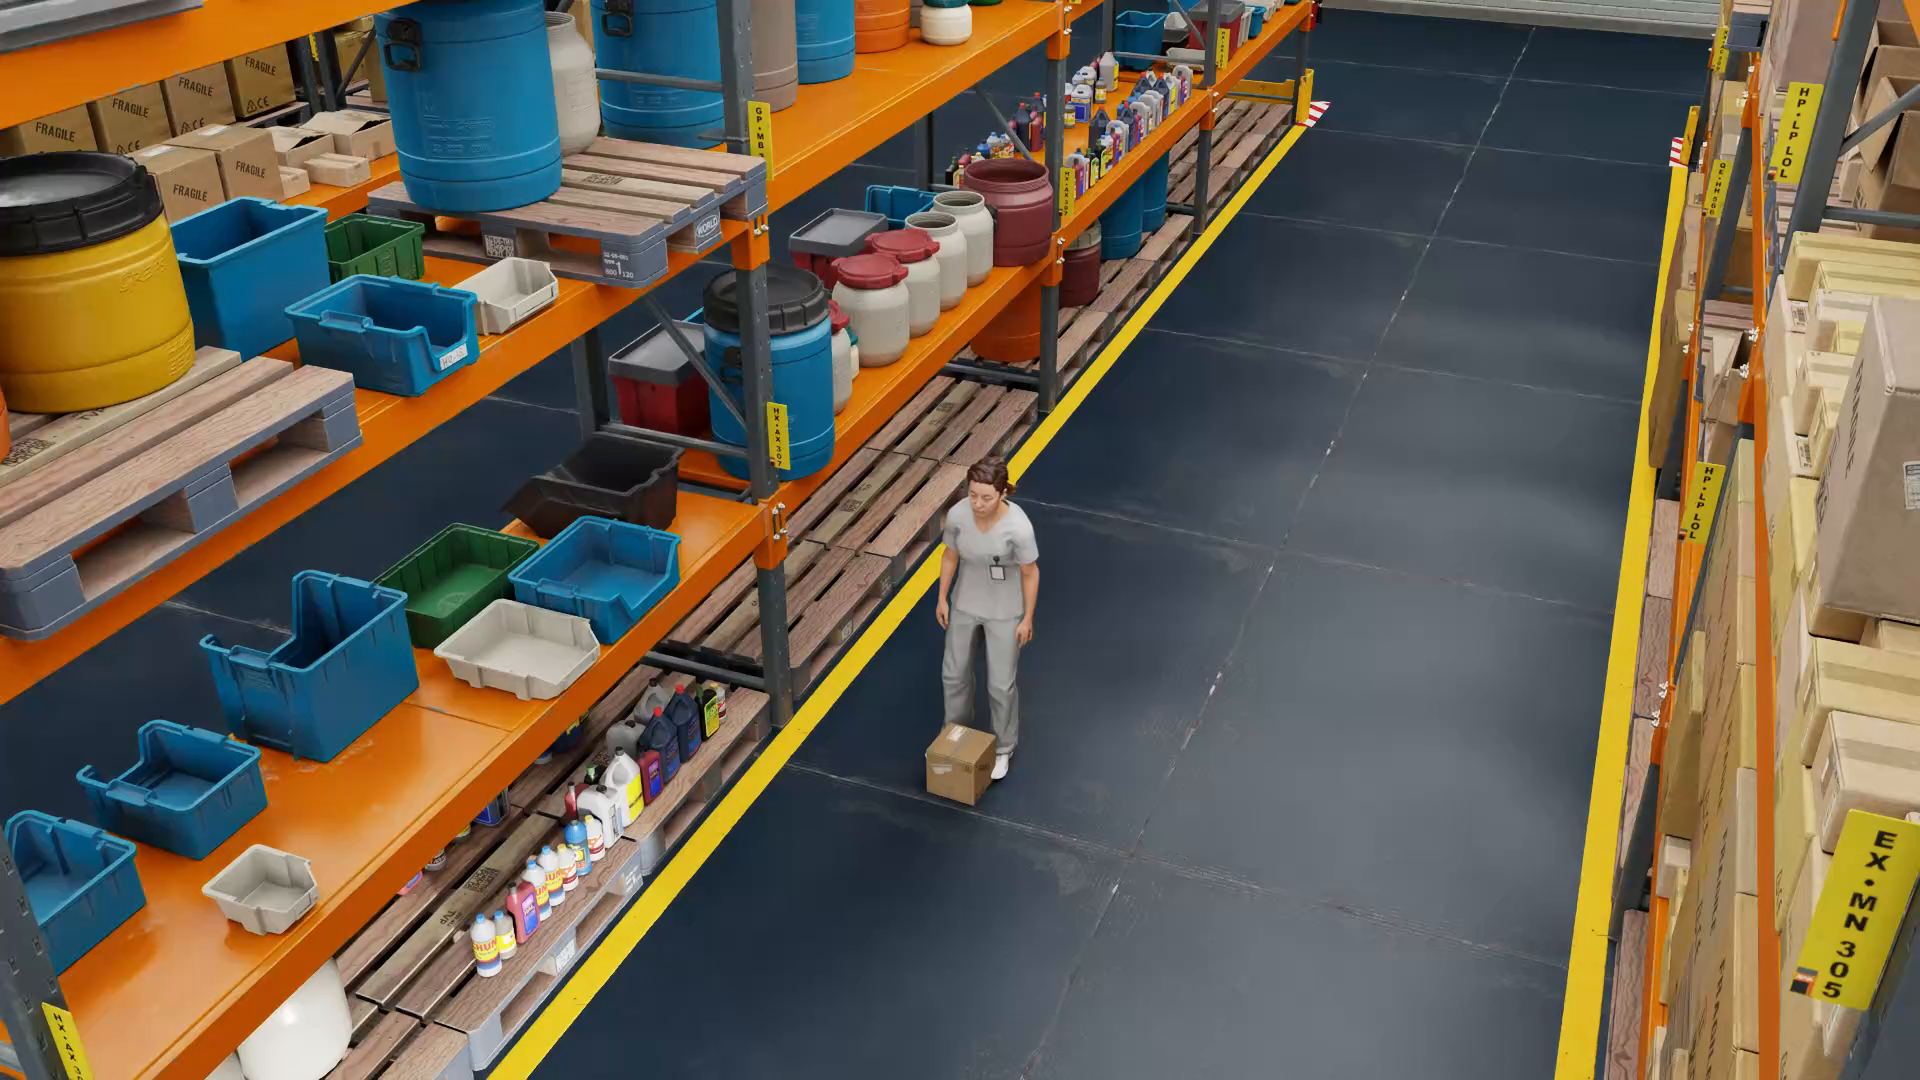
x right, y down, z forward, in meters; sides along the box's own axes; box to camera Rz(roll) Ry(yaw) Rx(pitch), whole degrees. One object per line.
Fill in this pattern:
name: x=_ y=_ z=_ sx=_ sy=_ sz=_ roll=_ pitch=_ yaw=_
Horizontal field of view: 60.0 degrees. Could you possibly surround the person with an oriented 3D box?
person: x=0.112 y=0.342 z=7.797 sx=0.508 sy=1.671 sz=0.366 roll=12 pitch=32 yaw=20
